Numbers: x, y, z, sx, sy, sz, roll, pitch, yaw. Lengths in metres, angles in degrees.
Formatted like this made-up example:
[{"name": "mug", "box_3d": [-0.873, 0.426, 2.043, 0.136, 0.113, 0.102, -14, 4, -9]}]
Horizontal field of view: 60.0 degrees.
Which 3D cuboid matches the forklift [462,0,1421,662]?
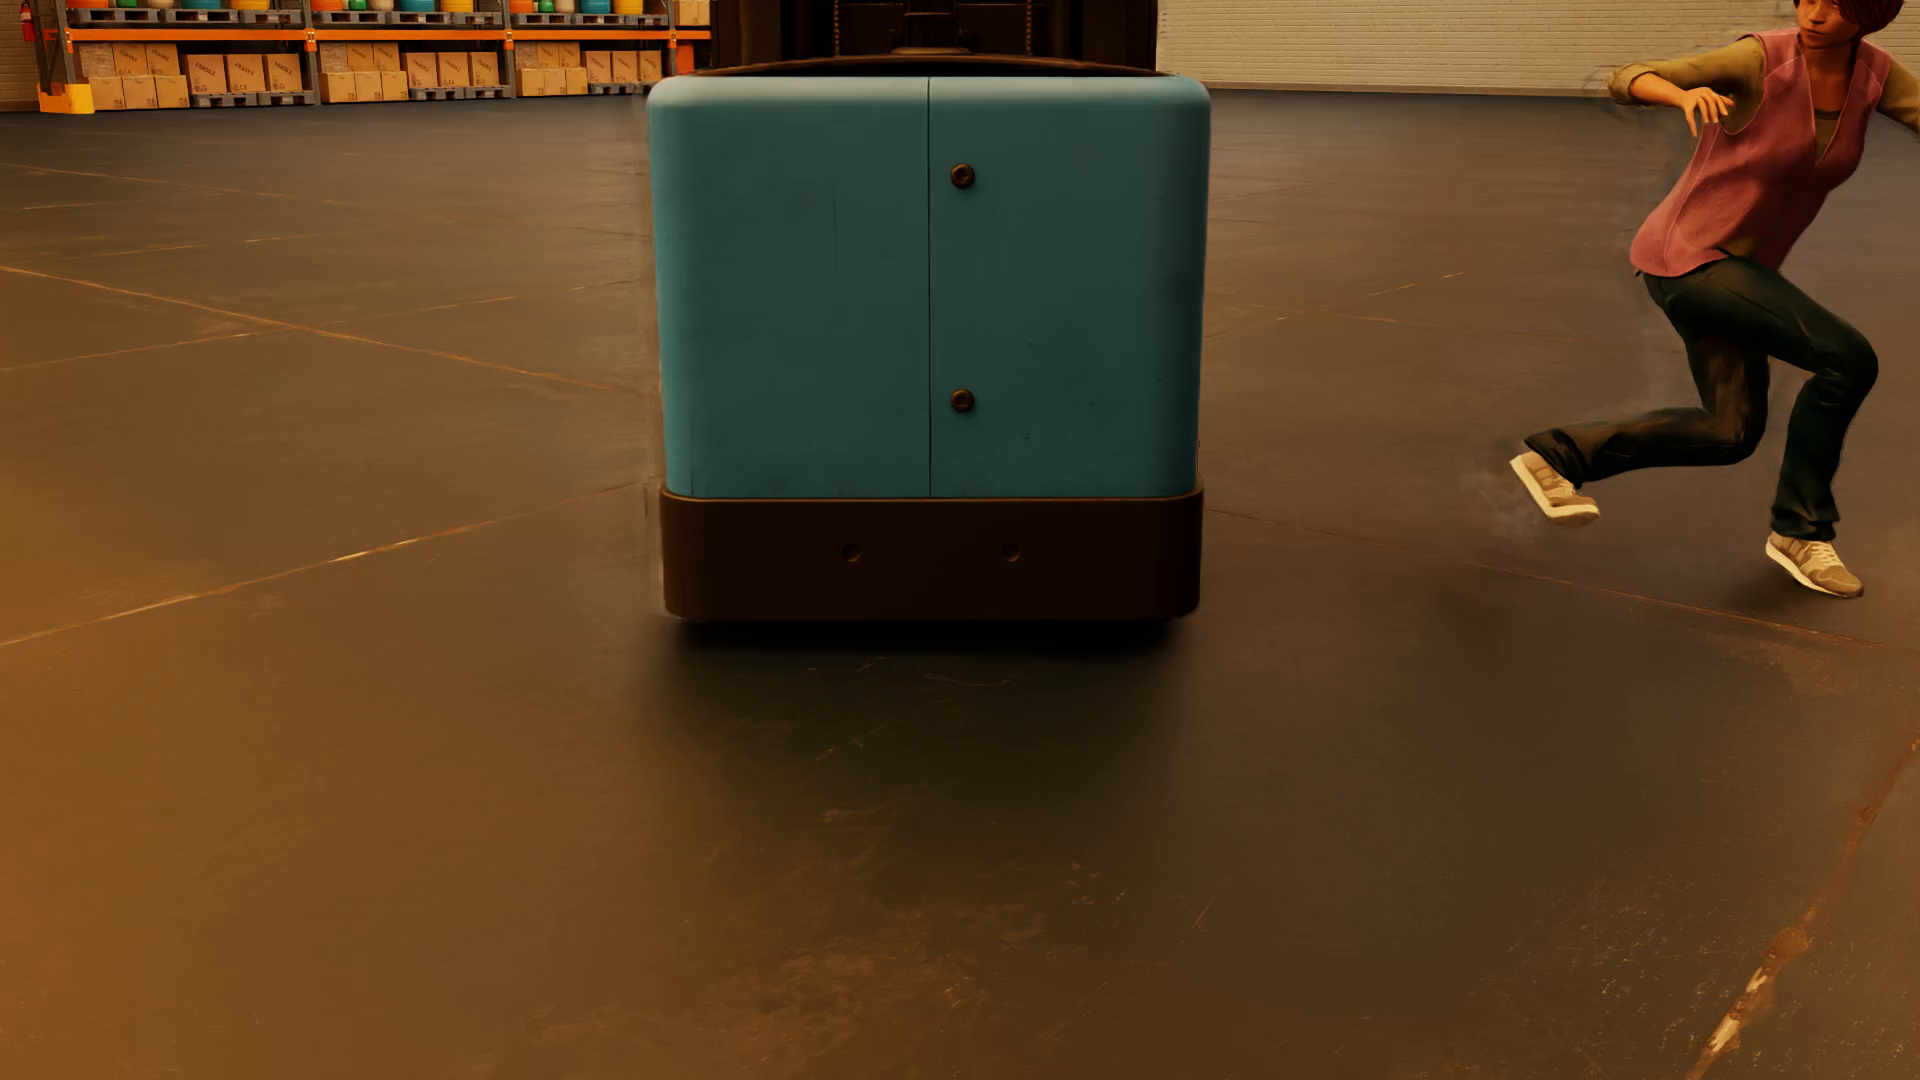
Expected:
[{"name": "forklift", "box_3d": [-0.380, -1.541, 3.973, 1.130, 2.935, 3.031, -13, 21, -36]}]
